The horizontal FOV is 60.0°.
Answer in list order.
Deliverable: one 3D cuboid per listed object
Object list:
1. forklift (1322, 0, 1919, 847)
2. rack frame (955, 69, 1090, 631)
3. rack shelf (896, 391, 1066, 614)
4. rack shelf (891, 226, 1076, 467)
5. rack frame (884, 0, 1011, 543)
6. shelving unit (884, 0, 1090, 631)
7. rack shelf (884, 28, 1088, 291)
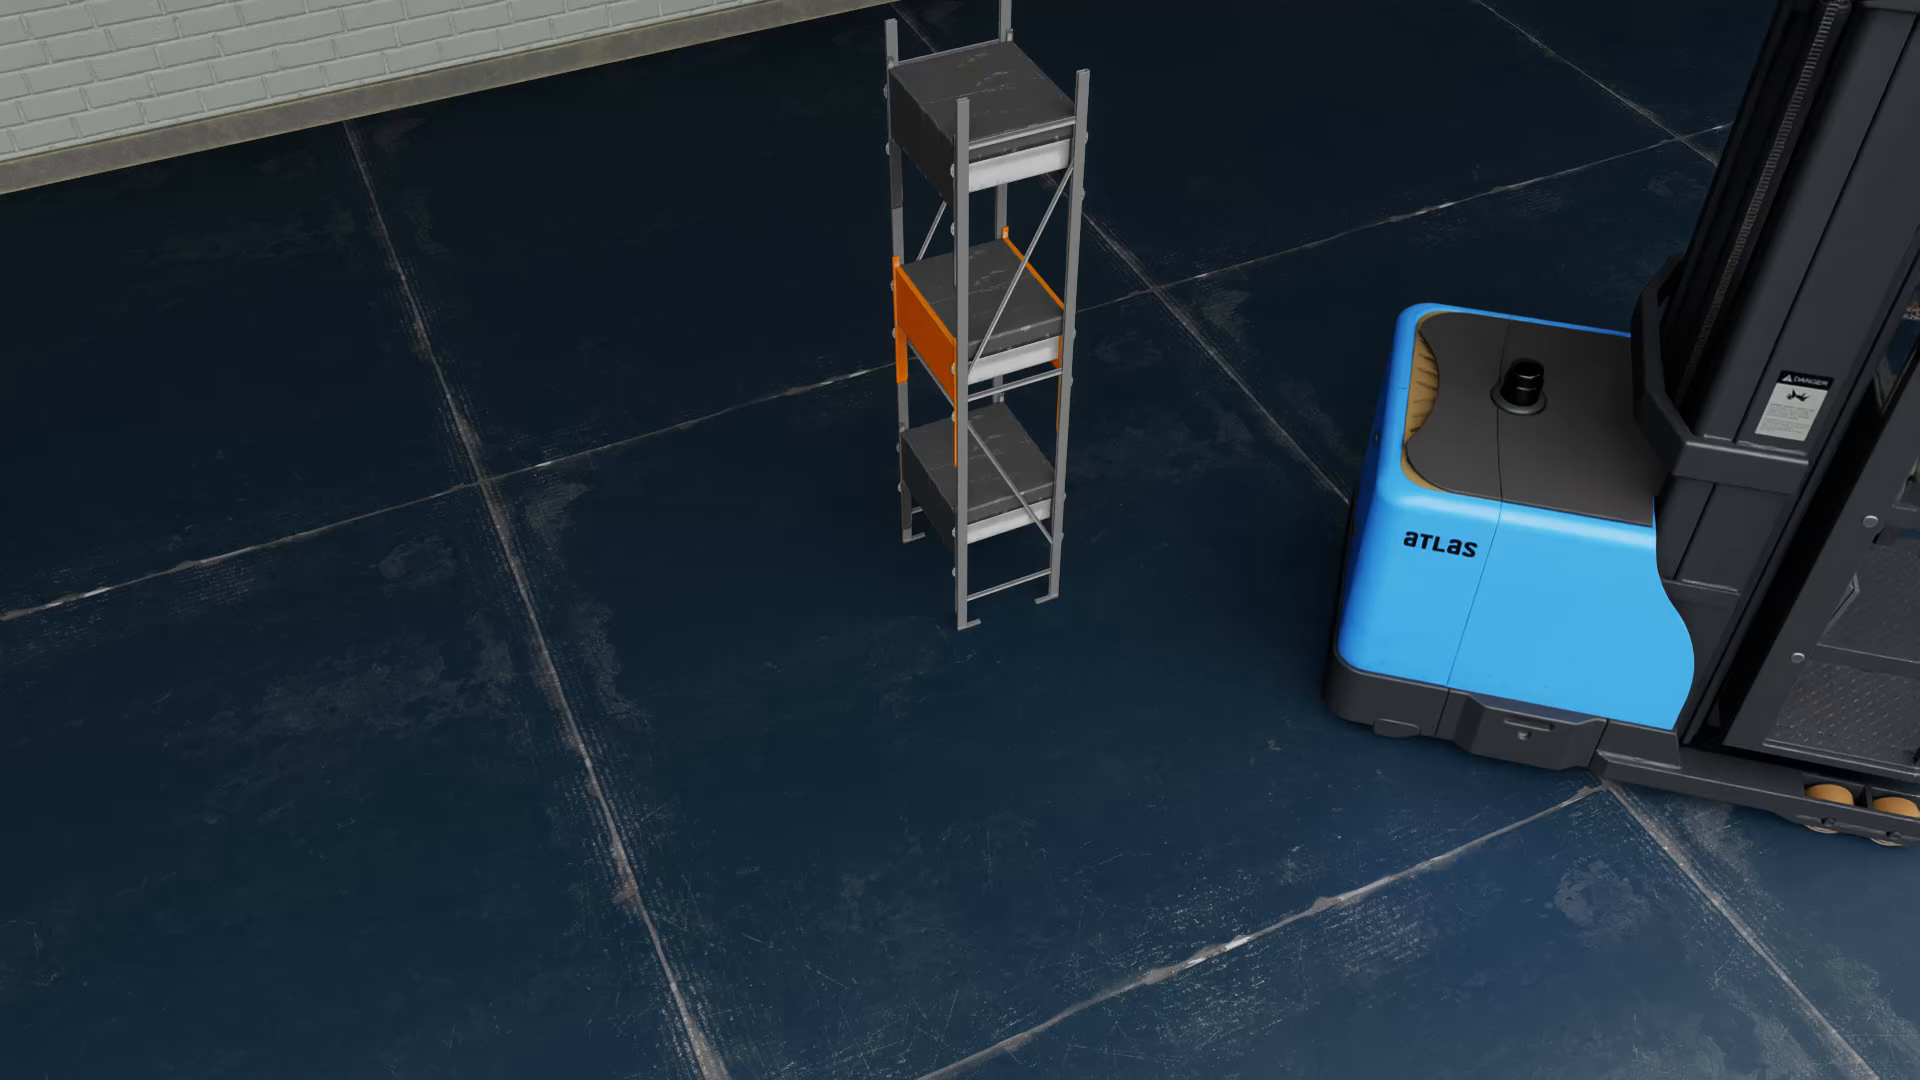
[{"bbox_3d":[2.797,-0.491,4.661,3.031,2.935,1.130,11,46,11],"label":"forklift"},{"bbox_3d":[0.172,-0.486,5.248,0.400,2.100,0.015,-18,47,-17],"label":"rack frame"},{"bbox_3d":[0.070,-0.134,5.907,0.431,0.518,0.480,-18,47,-17],"label":"rack shelf"},{"bbox_3d":[0.070,-0.632,5.415,0.431,0.518,0.480,-18,47,-17],"label":"rack shelf"},{"bbox_3d":[-0.033,-0.797,5.563,0.400,2.100,0.015,-18,47,-17],"label":"rack frame"},{"bbox_3d":[0.070,-0.642,5.406,0.431,2.100,0.503,-18,47,-17],"label":"shelving unit"},{"bbox_3d":[0.070,-1.130,4.924,0.431,0.518,0.480,-18,47,-17],"label":"rack shelf"}]
